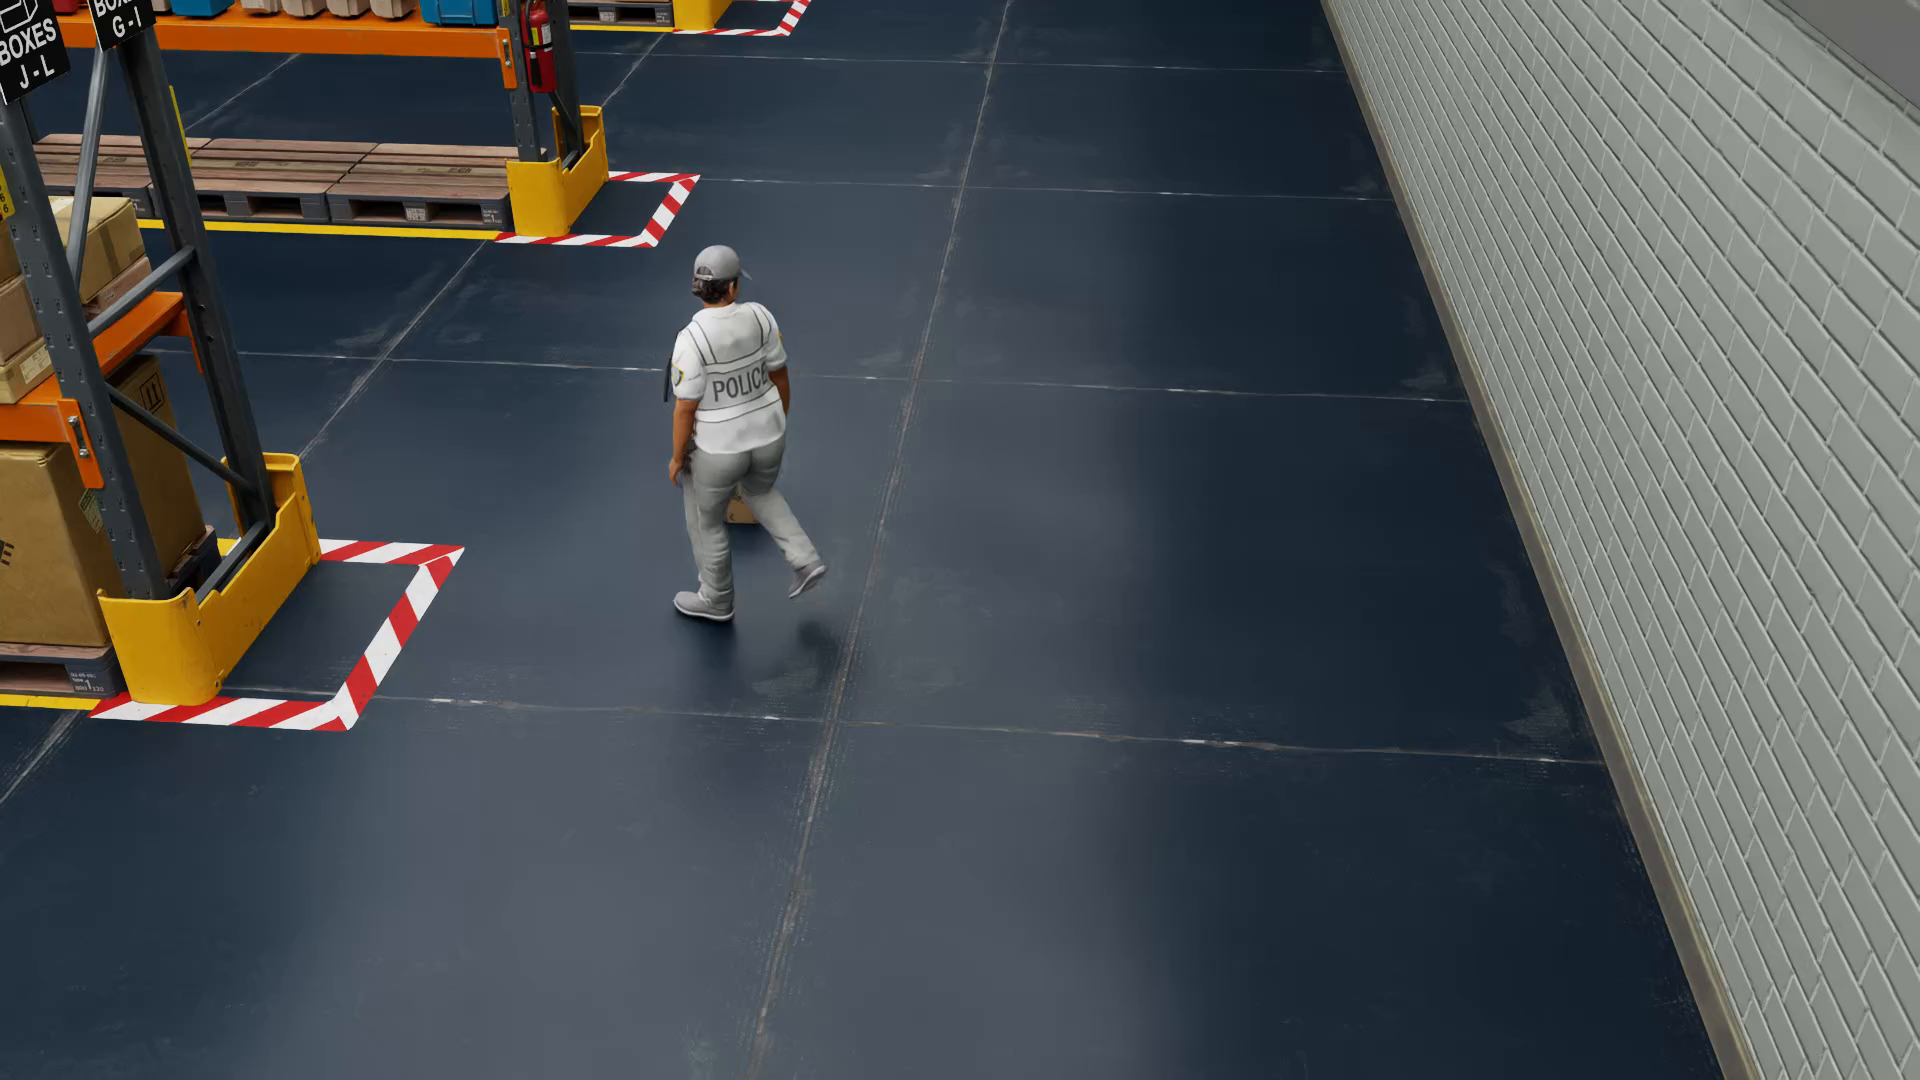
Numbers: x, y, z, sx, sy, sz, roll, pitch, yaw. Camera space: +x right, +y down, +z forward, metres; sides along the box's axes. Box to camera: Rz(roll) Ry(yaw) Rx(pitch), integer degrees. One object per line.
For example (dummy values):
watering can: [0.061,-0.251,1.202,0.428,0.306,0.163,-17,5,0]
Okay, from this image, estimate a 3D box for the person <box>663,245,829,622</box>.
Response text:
person: [-0.907,-0.385,6.728,0.519,1.656,0.590,-28,42,-37]
